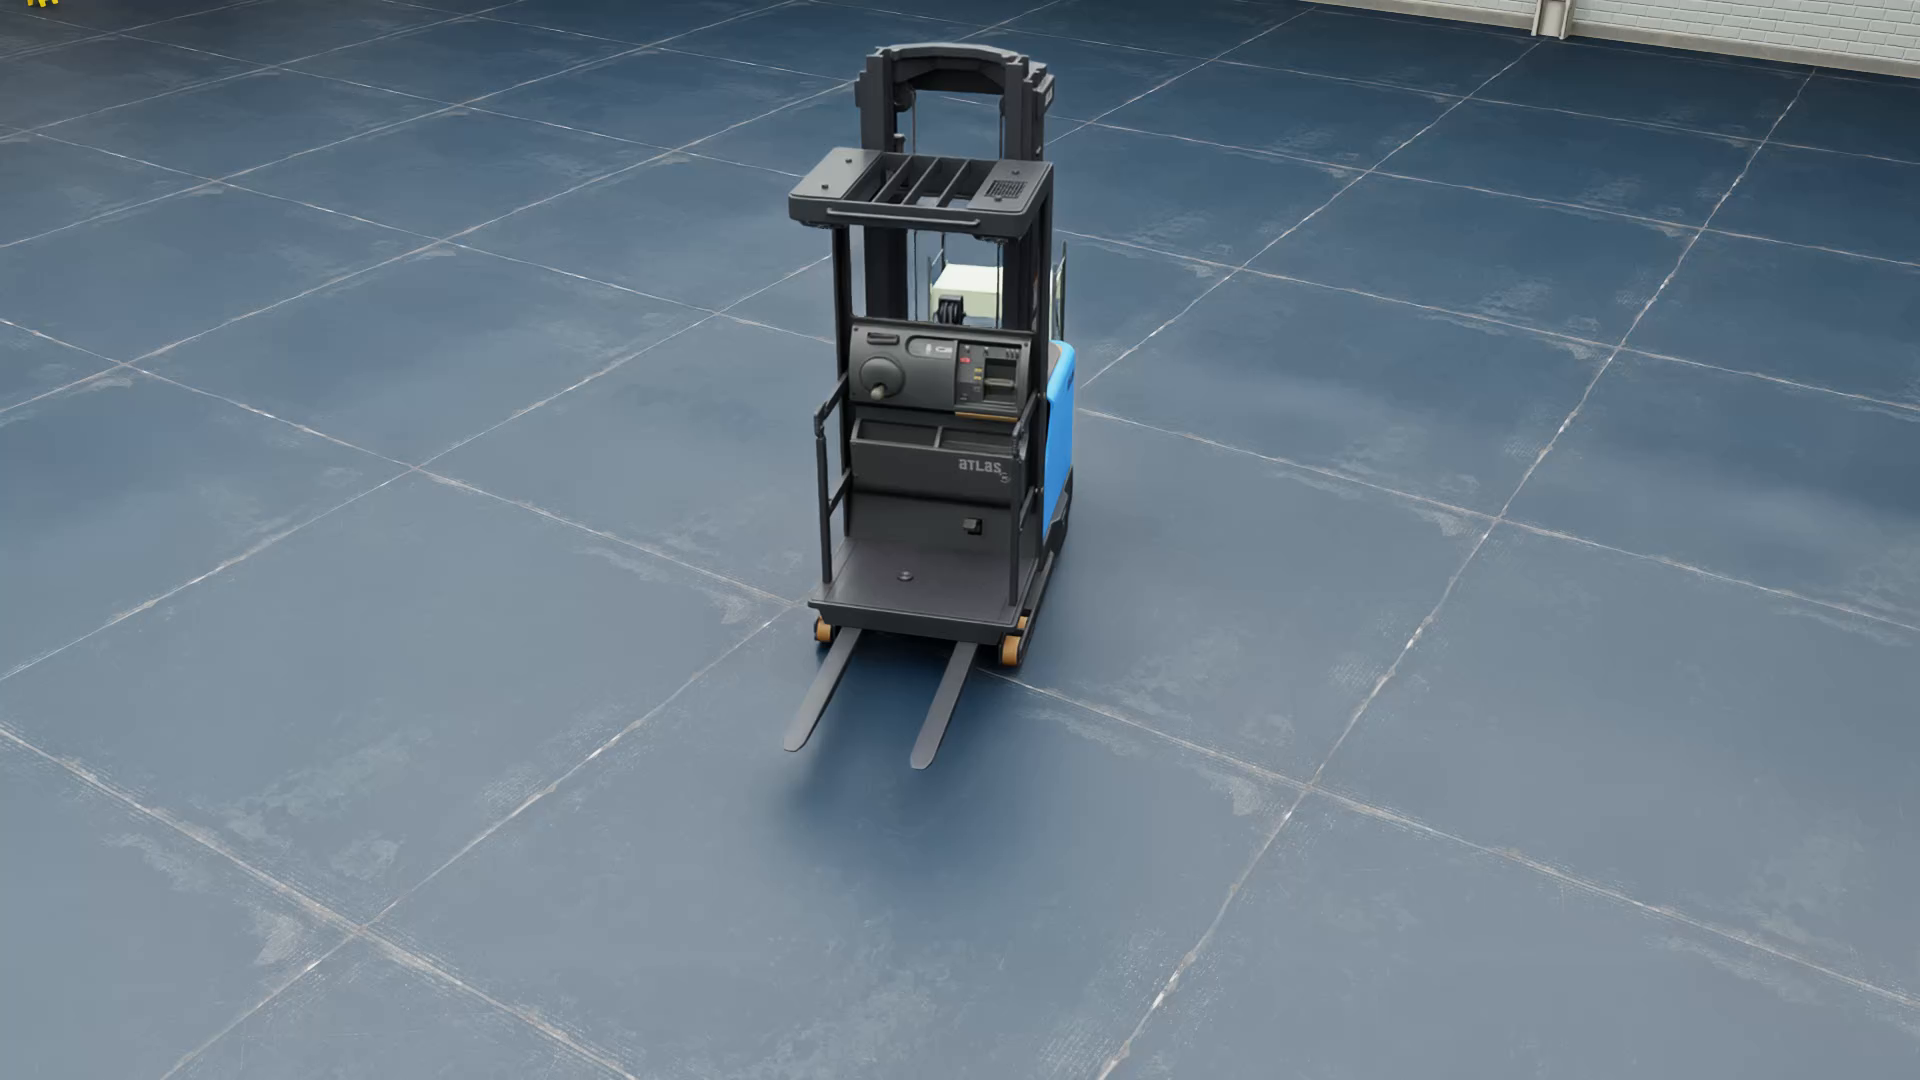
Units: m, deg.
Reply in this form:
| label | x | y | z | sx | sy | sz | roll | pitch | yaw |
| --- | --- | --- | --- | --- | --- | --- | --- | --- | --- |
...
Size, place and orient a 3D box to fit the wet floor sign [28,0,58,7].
| label | x | y | z | sx | sy | sz | roll | pitch | yaw |
| --- | --- | --- | --- | --- | --- | --- | --- | --- | --- |
| wet floor sign | -12.008 | -7.297 | 21.617 | 0.232 | 0.644 | 0.267 | 12 | 32 | 19 |

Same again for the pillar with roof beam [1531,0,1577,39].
| label | x | y | z | sx | sy | sz | roll | pitch | yaw |
| --- | --- | --- | --- | --- | --- | --- | --- | --- | --- |
| pillar with roof beam | 4.943 | -8.238 | 14.941 | 0.400 | 9.000 | 9.100 | 18 | 35 | 27 |

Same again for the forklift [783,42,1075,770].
| label | x | y | z | sx | sy | sz | roll | pitch | yaw |
| --- | --- | --- | --- | --- | --- | --- | --- | --- | --- |
| forklift | -0.150 | -0.816 | 8.239 | 1.130 | 2.935 | 3.031 | 7 | 31 | 11 |

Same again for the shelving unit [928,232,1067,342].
| label | x | y | z | sx | sy | sz | roll | pitch | yaw |
| --- | --- | --- | --- | --- | --- | --- | --- | --- | --- |
| shelving unit | 0.223 | -1.061 | 10.081 | 0.755 | 1.500 | 0.431 | 6 | 31 | 11 |

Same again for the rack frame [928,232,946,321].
| label | x | y | z | sx | sy | sz | roll | pitch | yaw |
| --- | --- | --- | --- | --- | --- | --- | --- | --- | --- |
| rack frame | -0.135 | -1.100 | 10.148 | 0.023 | 1.500 | 0.400 | 6 | 31 | 11 |

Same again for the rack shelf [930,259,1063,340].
| label | x | y | z | sx | sy | sz | roll | pitch | yaw |
| --- | --- | --- | --- | --- | --- | --- | --- | --- | --- |
| rack shelf | 0.223 | -1.398 | 9.884 | 0.720 | 0.370 | 0.431 | 6 | 31 | 11 |

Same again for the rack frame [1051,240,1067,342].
| label | x | y | z | sx | sy | sz | roll | pitch | yaw |
| --- | --- | --- | --- | --- | --- | --- | --- | --- | --- |
| rack frame | 0.580 | -1.022 | 10.013 | 0.023 | 1.500 | 0.400 | 6 | 31 | 11 |
